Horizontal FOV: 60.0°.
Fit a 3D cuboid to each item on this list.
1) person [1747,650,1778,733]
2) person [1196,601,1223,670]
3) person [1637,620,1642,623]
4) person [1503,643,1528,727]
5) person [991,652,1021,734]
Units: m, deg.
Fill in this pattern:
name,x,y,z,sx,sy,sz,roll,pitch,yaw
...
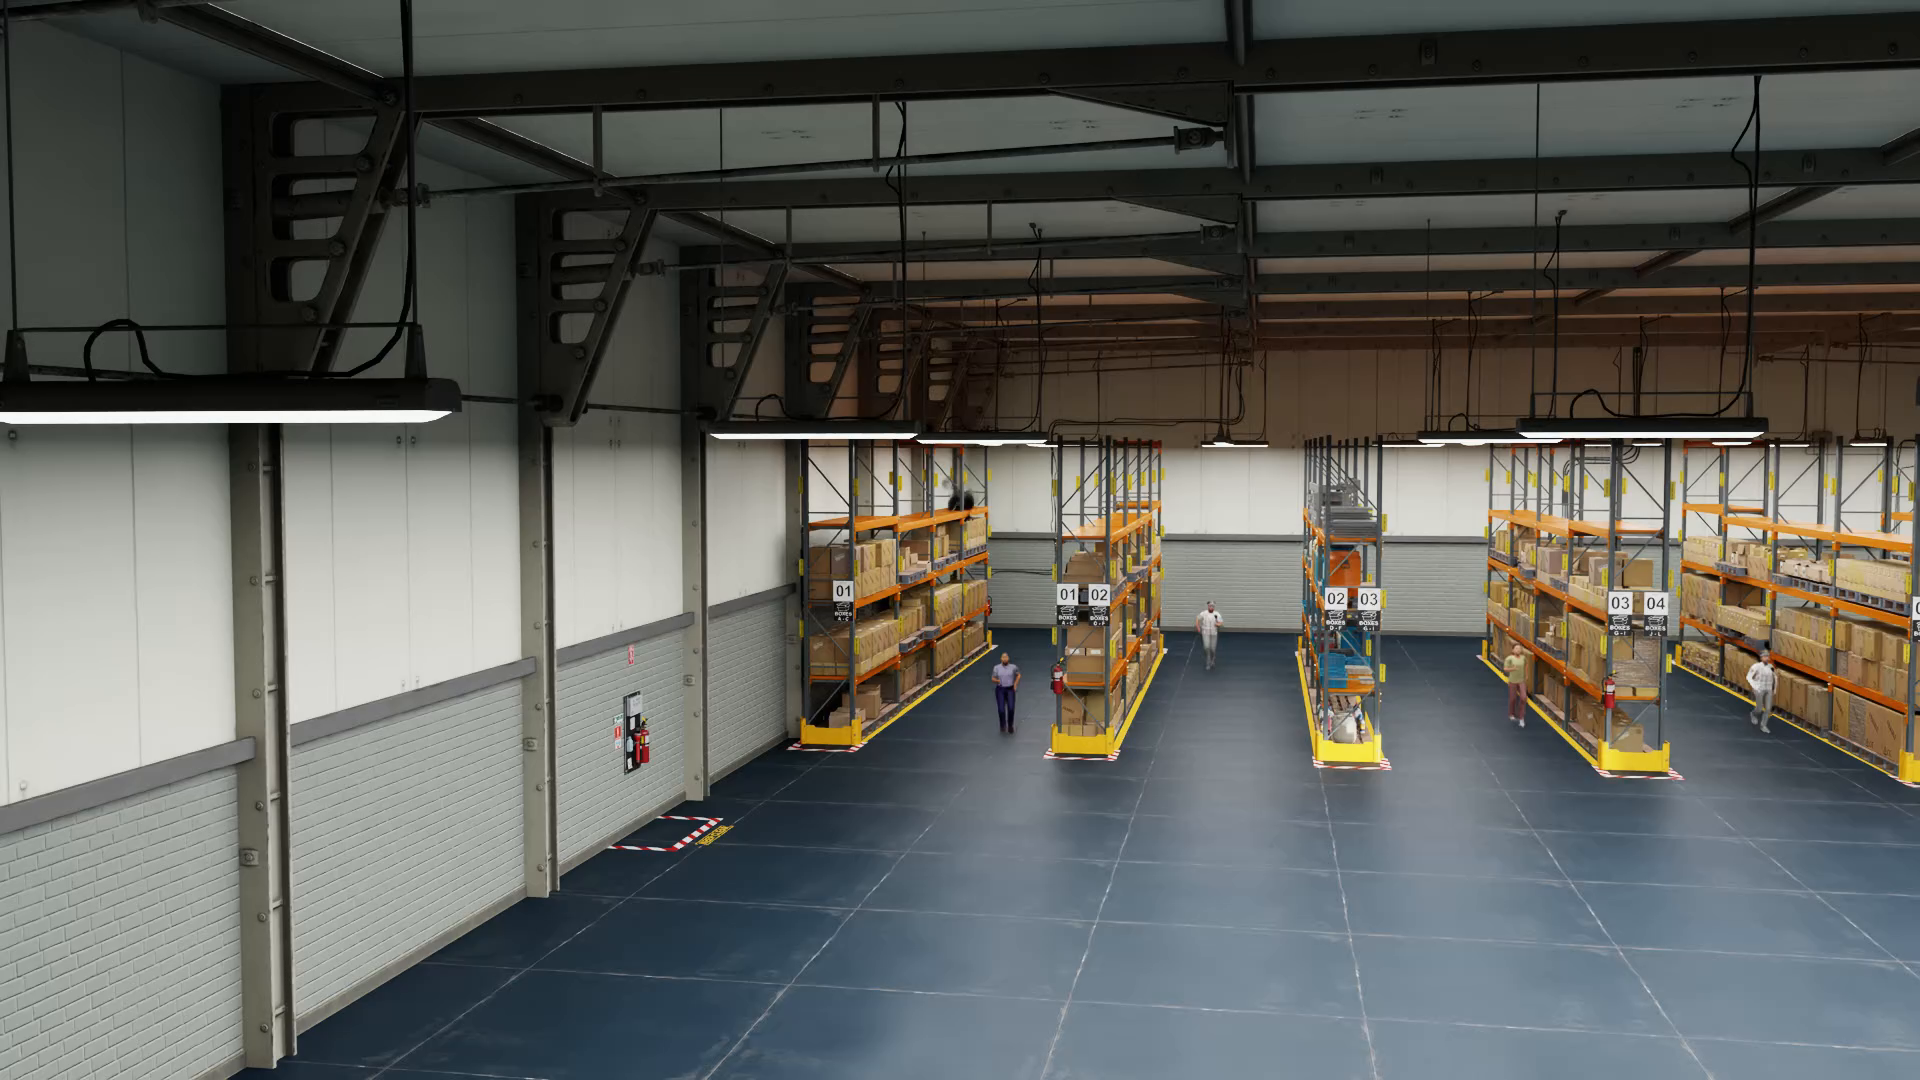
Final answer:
name,x,y,z,sx,sy,sz,roll,pitch,yaw
person,16.392,3.063,33.967,0.627,1.673,0.629,0,3,5
person,6.563,2.505,43.664,0.667,1.819,0.826,0,3,0
person,18.071,2.448,44.988,0.726,1.703,0.580,2,4,36
person,11.619,3.006,34.715,0.560,1.723,0.694,0,3,5
person,0.924,3.100,33.554,0.586,1.656,0.629,0,3,3
